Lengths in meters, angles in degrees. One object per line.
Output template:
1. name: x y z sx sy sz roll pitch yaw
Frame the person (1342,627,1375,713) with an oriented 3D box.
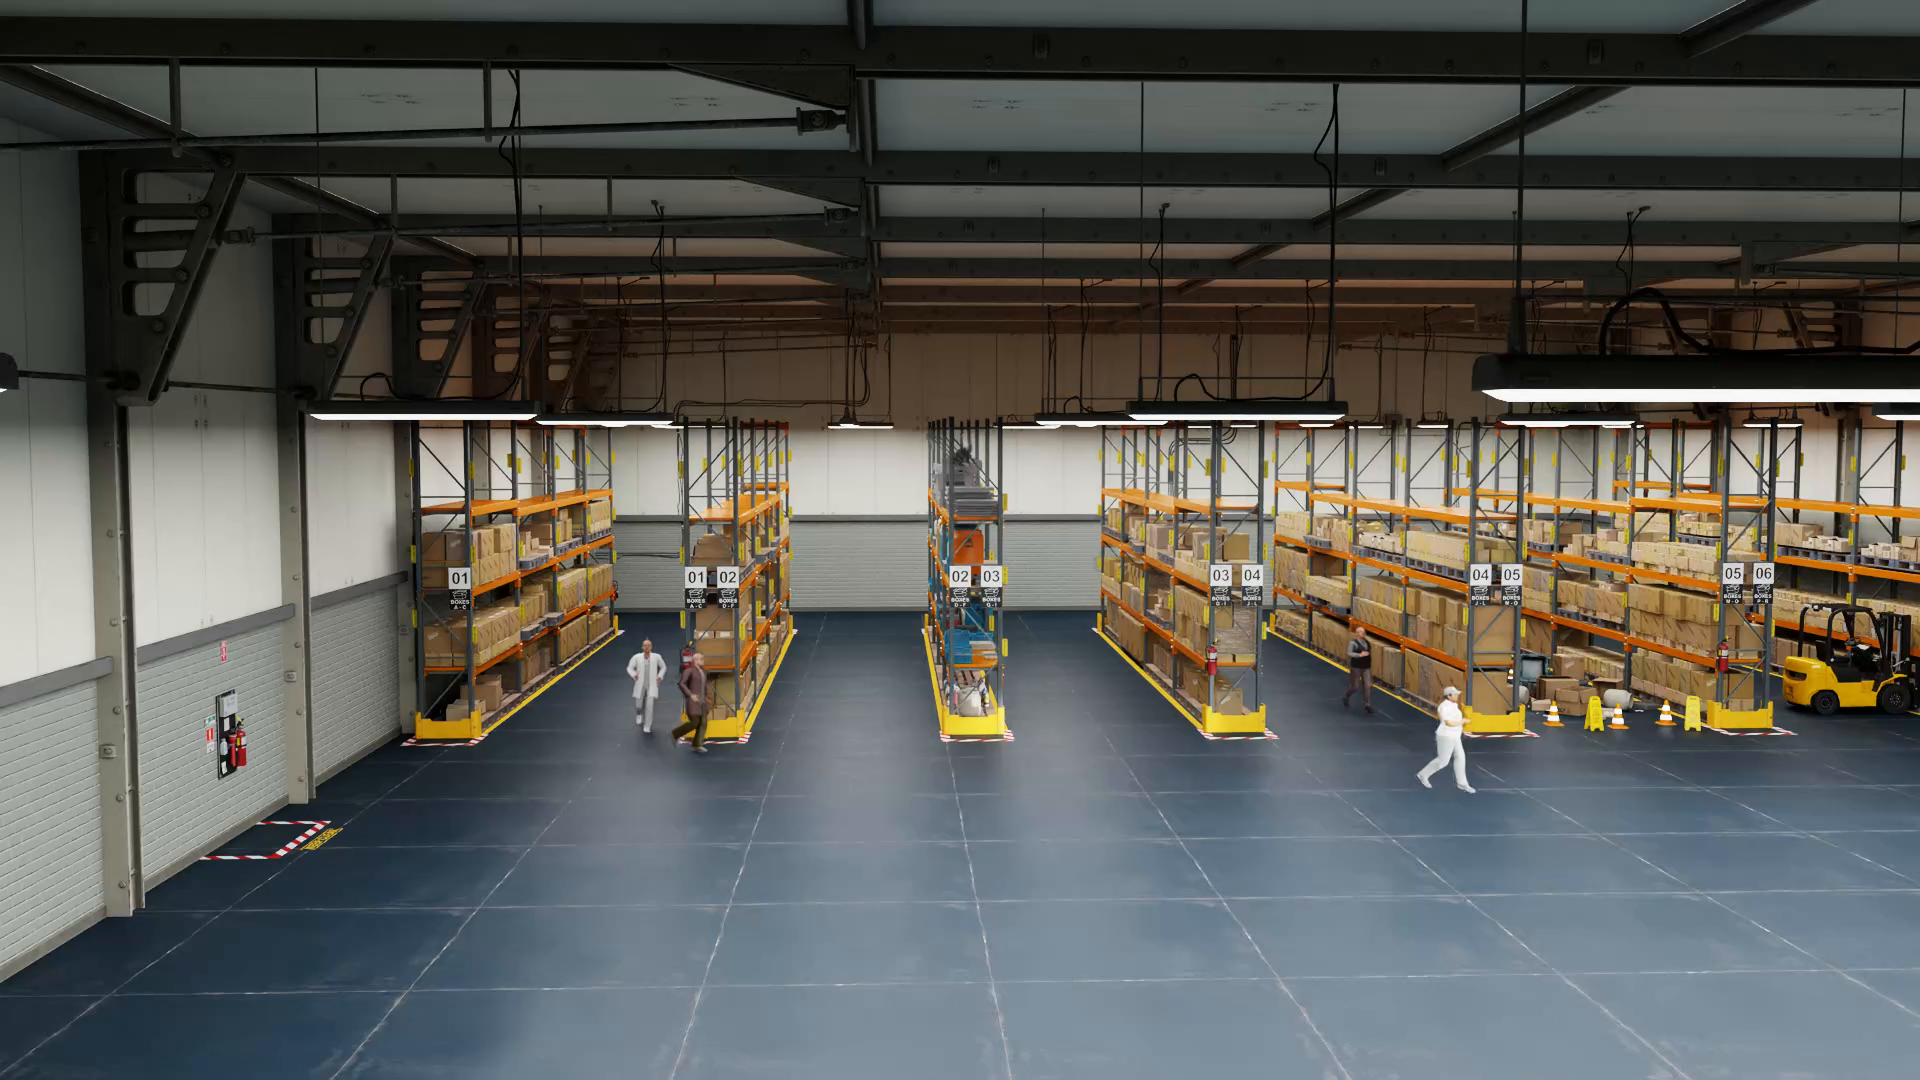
1. person: 8.148 2.625 33.901 0.689 1.712 0.939 -2 4 -24

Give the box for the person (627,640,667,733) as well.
1. person: -5.988 2.784 31.845 0.751 1.742 0.773 -1 4 -10

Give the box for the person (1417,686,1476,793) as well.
1. person: 7.725 3.150 26.372 0.902 1.673 0.632 2 4 26

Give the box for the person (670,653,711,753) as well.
1. person: -4.762 2.909 29.894 0.775 1.744 0.777 2 4 26
